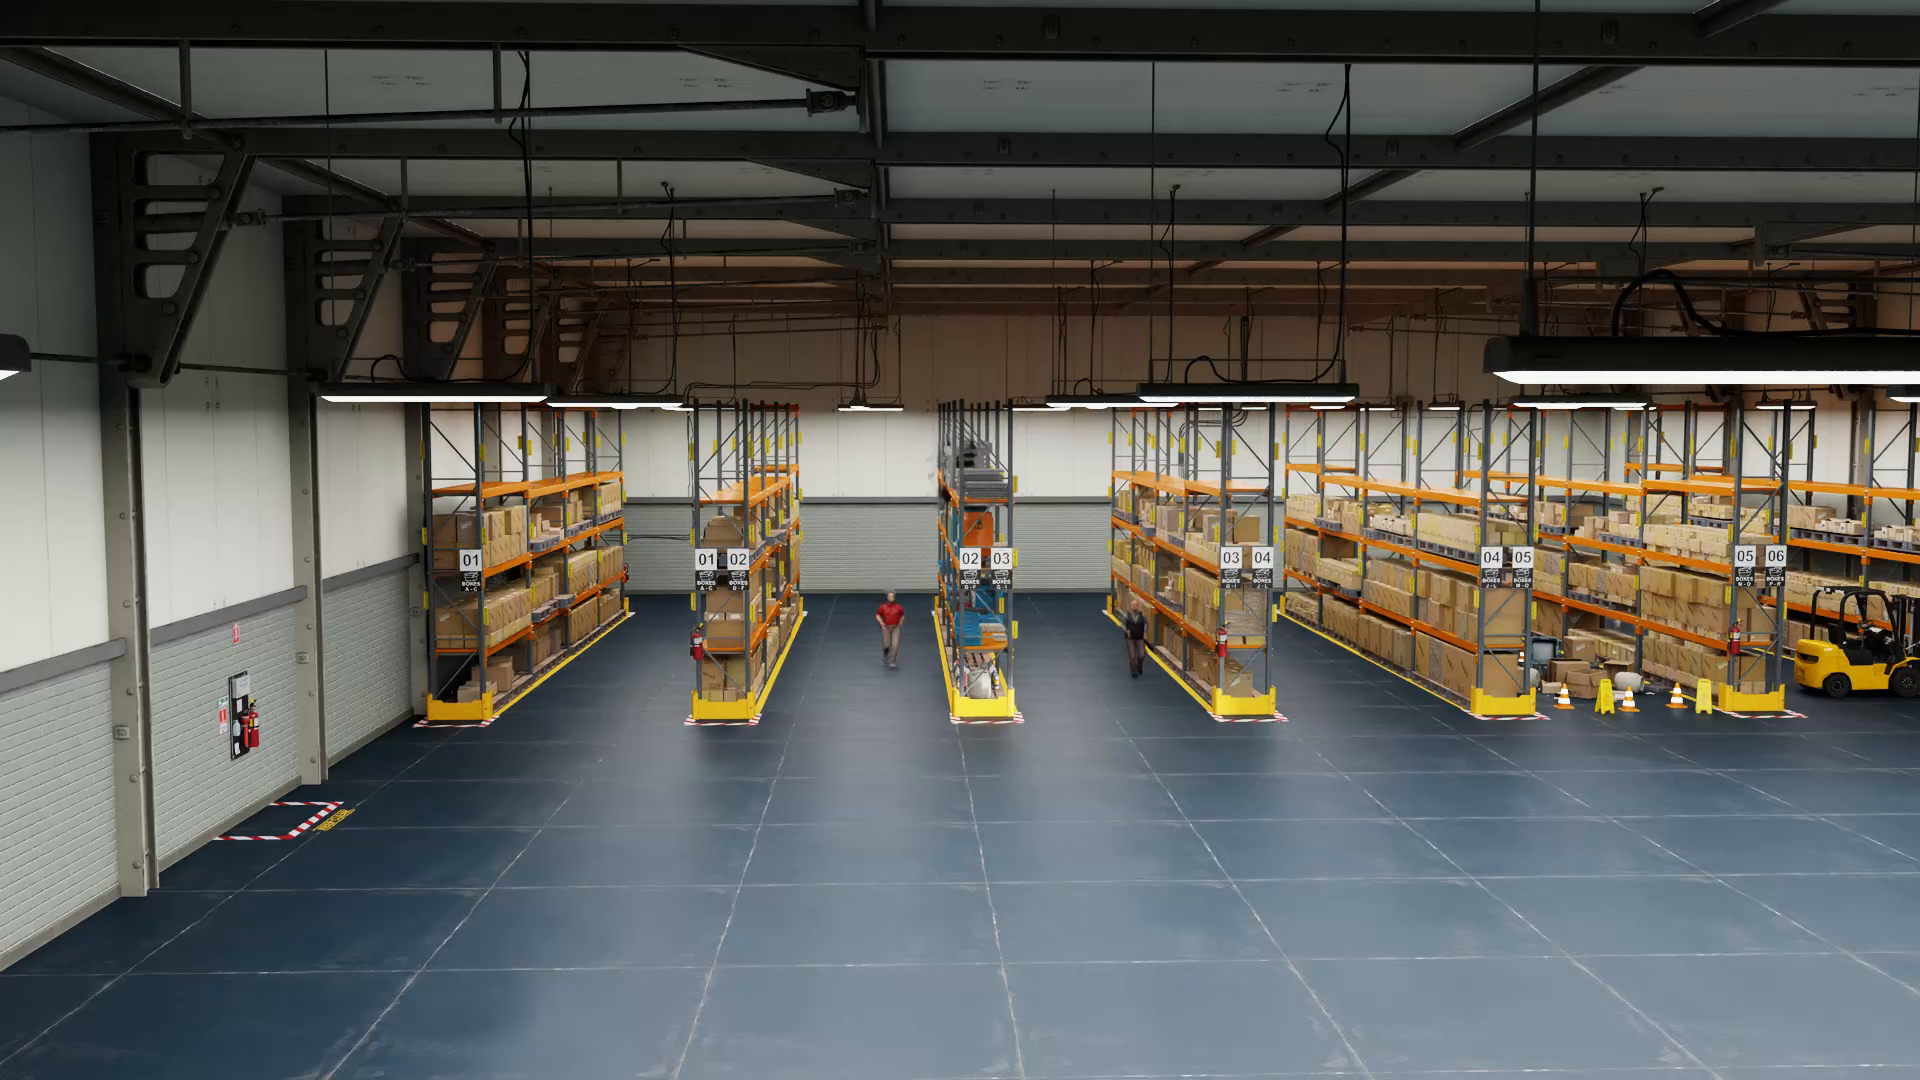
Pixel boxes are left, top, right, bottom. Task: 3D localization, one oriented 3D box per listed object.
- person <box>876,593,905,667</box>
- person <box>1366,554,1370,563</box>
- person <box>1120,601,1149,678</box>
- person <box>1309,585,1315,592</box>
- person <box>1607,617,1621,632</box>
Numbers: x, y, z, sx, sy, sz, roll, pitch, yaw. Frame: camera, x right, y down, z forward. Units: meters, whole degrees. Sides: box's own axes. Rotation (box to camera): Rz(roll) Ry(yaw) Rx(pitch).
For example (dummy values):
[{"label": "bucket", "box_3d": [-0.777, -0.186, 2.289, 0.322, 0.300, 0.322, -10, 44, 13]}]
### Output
[{"label": "person", "box_3d": [-1.549, 2.034, 37.545, 0.658, 1.669, 0.618, -1, 4, -9]}, {"label": "person", "box_3d": [11.993, 1.200, 49.116, 0.682, 1.611, 0.524, 0, 4, -3]}, {"label": "person", "box_3d": [3.791, 2.151, 35.904, 0.635, 1.673, 0.564, 0, 4, 0]}, {"label": "person", "box_3d": [10.543, 1.176, 48.837, 0.624, 1.680, 0.761, 3, 6, 39]}, {"label": "person", "box_3d": [16.602, 1.587, 42.631, 0.685, 1.778, 0.971, -1, 4, -11]}]
